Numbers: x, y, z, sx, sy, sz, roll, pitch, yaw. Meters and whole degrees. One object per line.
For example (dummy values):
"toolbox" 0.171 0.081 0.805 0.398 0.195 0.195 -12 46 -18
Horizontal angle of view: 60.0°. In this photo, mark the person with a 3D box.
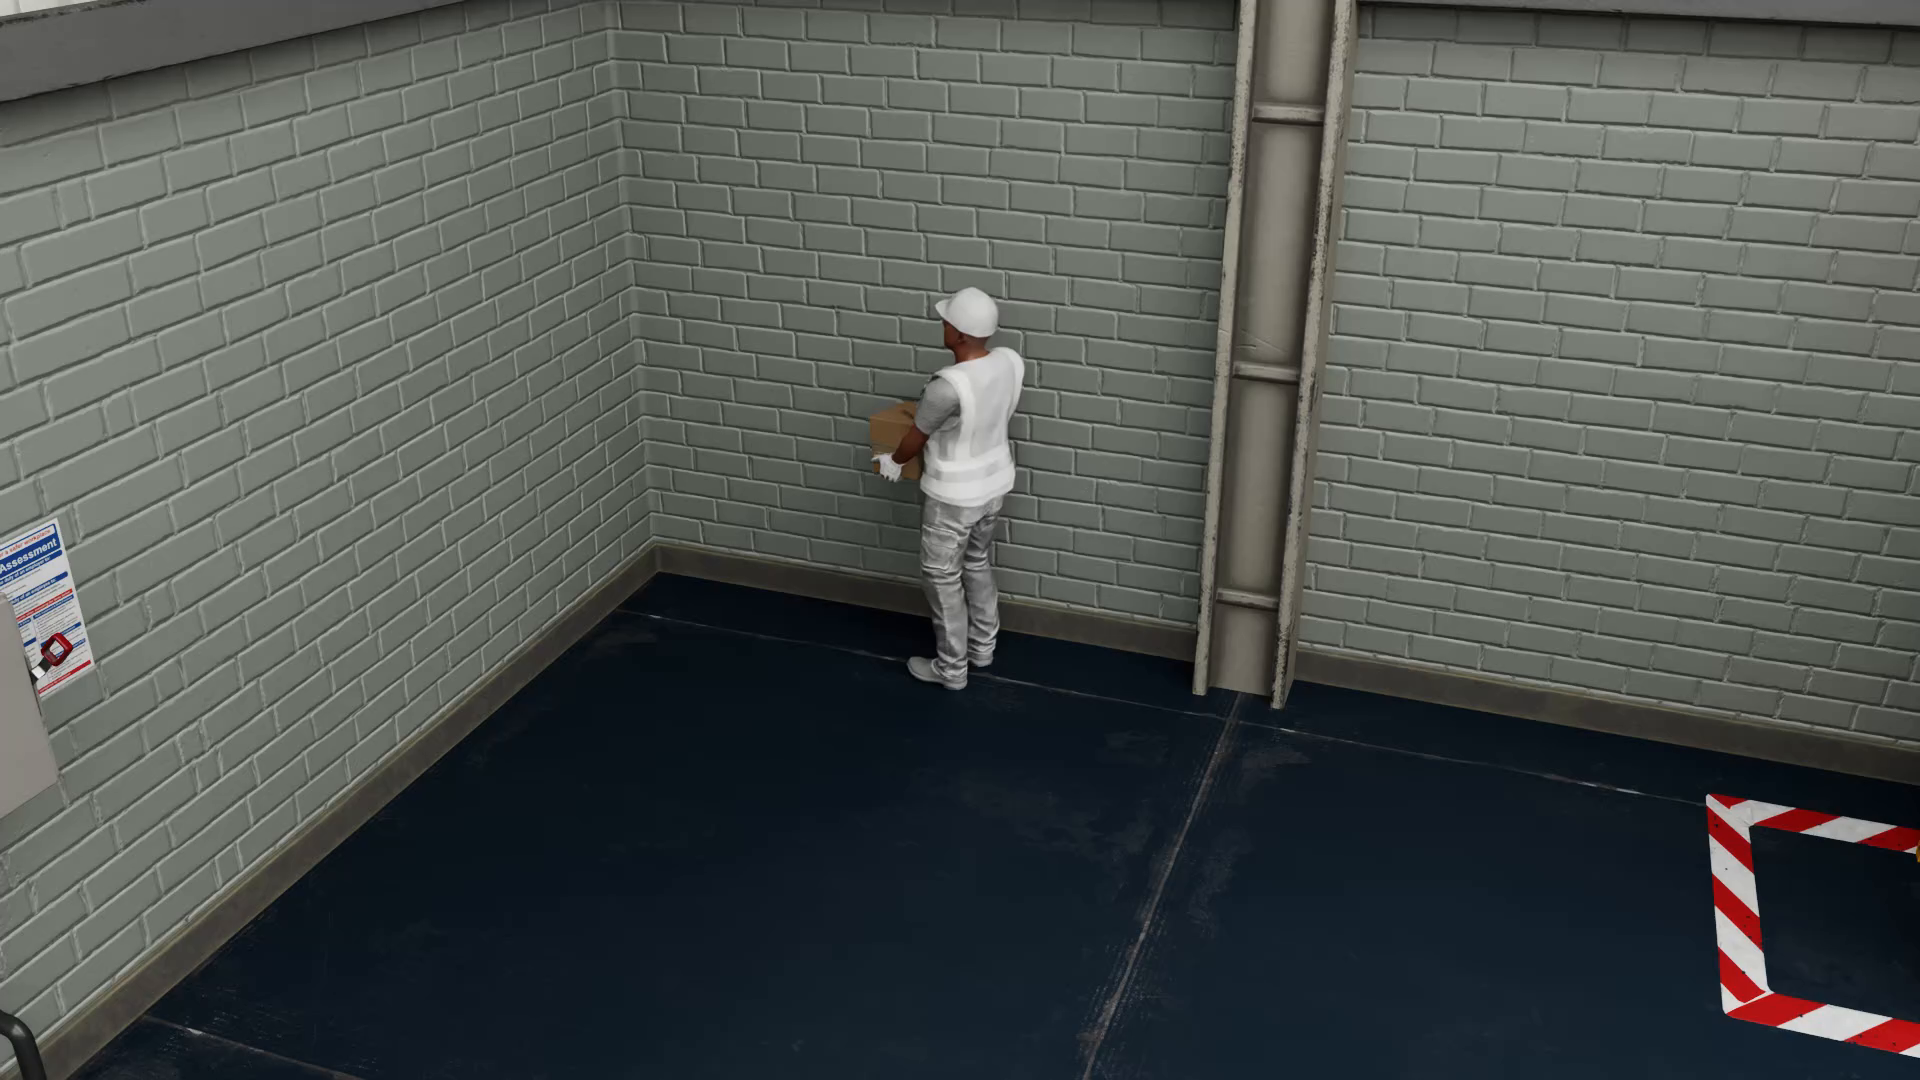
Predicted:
"person" -0.061 -0.240 7.088 0.571 1.787 0.511 19 31 34
